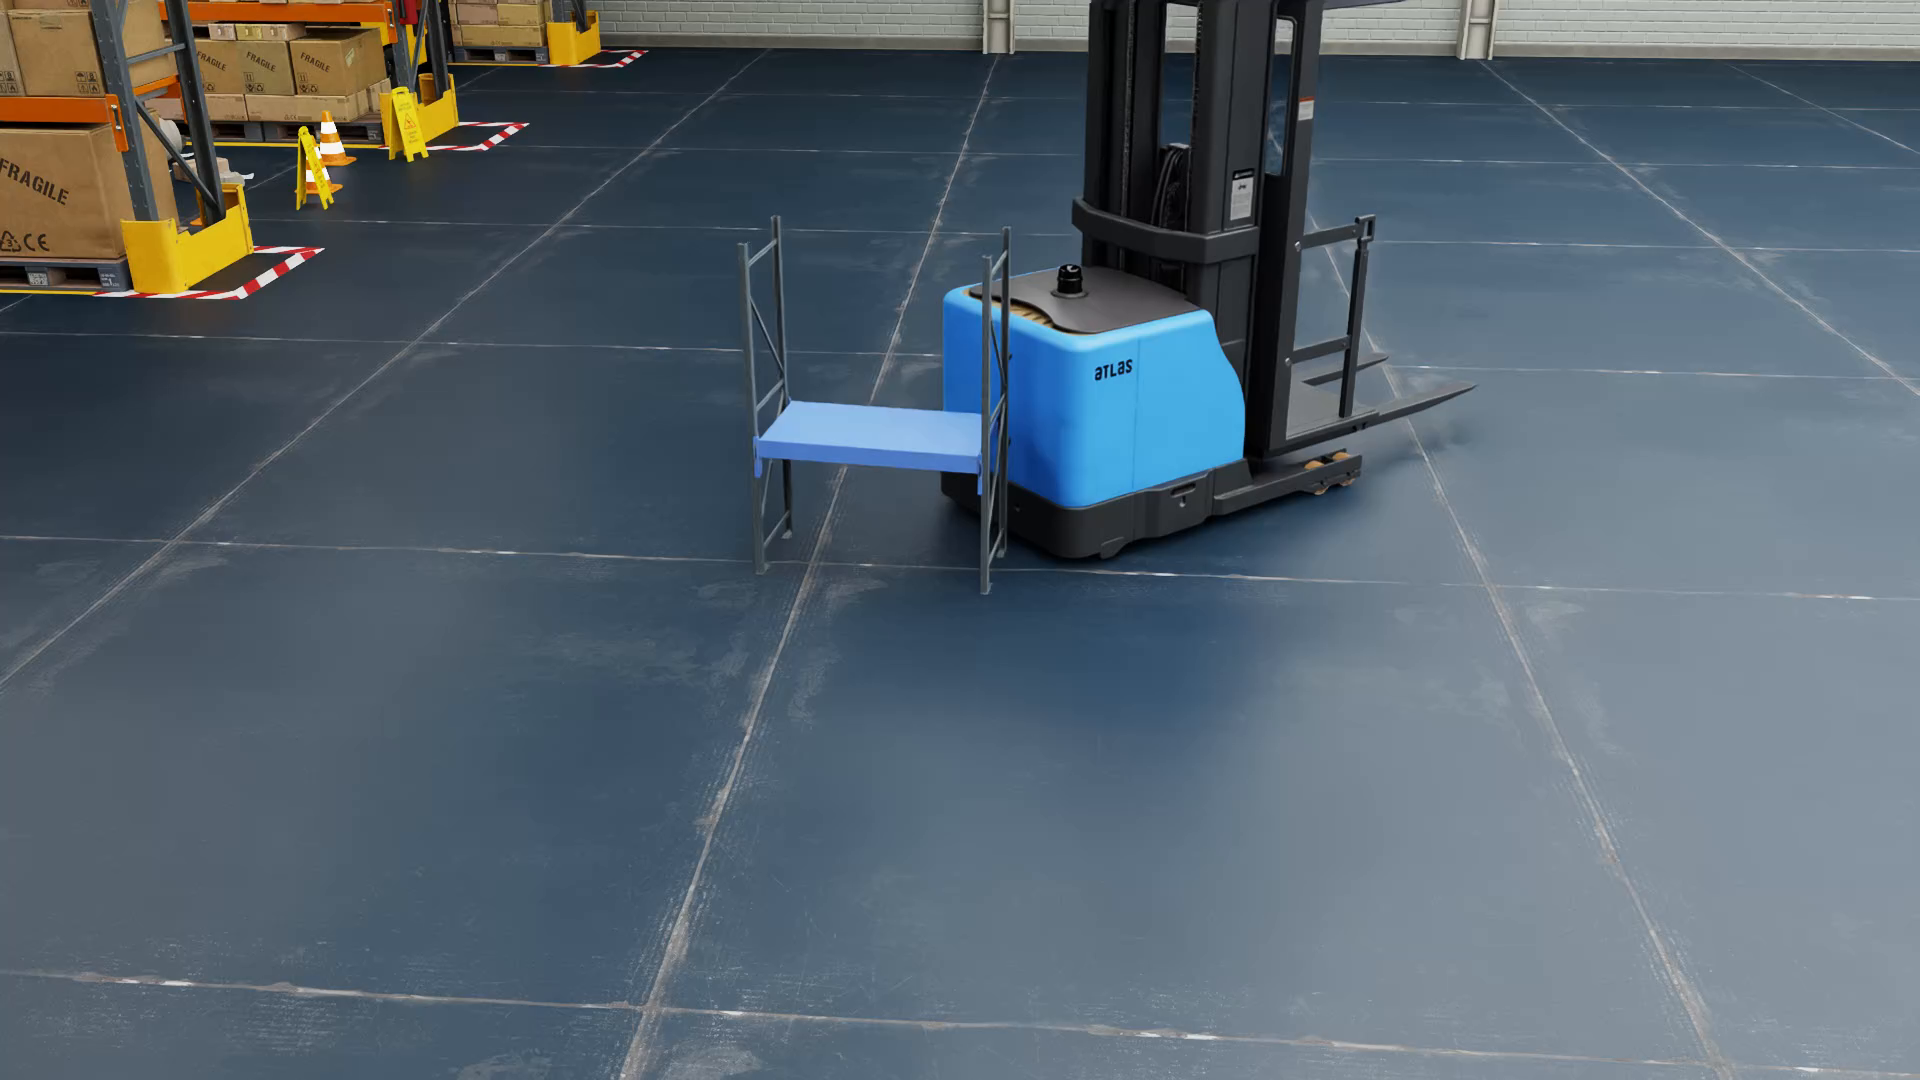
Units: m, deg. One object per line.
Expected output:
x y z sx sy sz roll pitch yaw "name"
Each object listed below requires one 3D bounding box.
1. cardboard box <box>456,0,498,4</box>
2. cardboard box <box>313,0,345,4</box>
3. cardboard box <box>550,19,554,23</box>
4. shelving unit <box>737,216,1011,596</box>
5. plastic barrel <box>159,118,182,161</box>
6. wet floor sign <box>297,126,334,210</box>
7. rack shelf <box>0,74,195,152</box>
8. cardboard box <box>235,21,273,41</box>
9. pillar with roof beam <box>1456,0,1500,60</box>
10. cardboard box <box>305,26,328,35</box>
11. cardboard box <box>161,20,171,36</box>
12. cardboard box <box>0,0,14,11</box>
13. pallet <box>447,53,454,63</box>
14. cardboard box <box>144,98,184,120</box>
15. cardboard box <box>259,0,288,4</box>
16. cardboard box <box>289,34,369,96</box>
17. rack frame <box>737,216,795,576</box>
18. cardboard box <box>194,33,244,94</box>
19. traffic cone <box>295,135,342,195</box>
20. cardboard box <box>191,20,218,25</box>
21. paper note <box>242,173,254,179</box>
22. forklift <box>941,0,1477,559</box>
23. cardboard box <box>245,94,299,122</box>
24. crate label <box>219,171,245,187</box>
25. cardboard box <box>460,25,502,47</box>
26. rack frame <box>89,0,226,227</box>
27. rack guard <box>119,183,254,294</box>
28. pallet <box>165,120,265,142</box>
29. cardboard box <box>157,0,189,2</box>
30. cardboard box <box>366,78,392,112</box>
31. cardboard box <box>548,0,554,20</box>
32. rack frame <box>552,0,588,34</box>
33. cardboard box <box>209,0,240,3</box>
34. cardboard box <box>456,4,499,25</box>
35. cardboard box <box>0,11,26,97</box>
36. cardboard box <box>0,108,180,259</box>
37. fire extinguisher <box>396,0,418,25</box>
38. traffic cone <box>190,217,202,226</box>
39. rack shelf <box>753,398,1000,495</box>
-5.851 -6.730 20.379 0.500 0.250 0.500 2 25 5 "cardboard box"
-5.885 -5.137 15.627 0.250 0.149 0.380 2 25 3 "cardboard box"
-5.333 -6.475 21.020 0.500 0.250 0.500 2 25 4 "cardboard box"
-0.346 -0.583 7.222 1.048 1.500 0.538 5 25 10 "shelving unit"
-7.410 -3.632 15.136 0.421 0.421 0.512 22 33 39 "plastic barrel"
-5.333 -3.055 13.618 0.232 0.644 0.267 -2 25 -5 "wet floor sign"
-7.507 -3.038 11.624 4.000 0.370 1.077 2 25 4 "rack shelf"
-6.675 -4.854 15.824 0.250 0.149 0.380 2 25 5 "cardboard box"
6.151 -8.381 15.198 0.400 9.000 9.100 2 25 4 "pillar with roof beam"
-6.563 -4.806 16.495 0.500 0.500 0.500 1 25 2 "cardboard box"
-7.754 -4.888 15.899 0.250 0.149 0.380 3 25 7 "cardboard box"
-6.436 -3.866 11.093 0.550 0.550 0.875 2 25 4 "cardboard box"
-6.837 -6.216 21.007 1.213 0.211 1.003 2 25 4 "pallet"
-7.593 -4.277 16.243 0.500 0.250 0.500 2 25 3 "cardboard box"
-6.398 -5.150 15.655 0.250 0.149 0.380 2 25 5 "cardboard box"
-6.054 -4.566 15.975 0.500 0.500 0.500 2 25 4 "cardboard box"
-0.845 -0.624 7.312 0.032 1.500 0.500 5 25 10 "rack frame"
-7.077 -4.600 16.049 0.500 0.500 0.500 1 25 3 "cardboard box"
-5.508 -3.217 14.188 0.334 0.463 0.336 2 25 4 "traffic cone"
-9.368 -6.688 21.034 0.625 0.625 0.875 3 25 6 "cardboard box"
-6.330 -3.219 14.708 0.142 0.019 0.148 -7 26 -14 "paper note"
1.397 -1.716 7.973 3.031 2.935 1.130 -17 30 -32 "forklift"
-6.577 -4.242 16.168 0.500 0.250 0.500 2 25 4 "cardboard box"
-6.297 -3.068 14.254 0.298 0.136 0.250 -11 27 -23 "crate label"
-5.846 -6.281 20.598 0.500 0.250 0.500 2 25 4 "cardboard box"
-5.513 -3.300 11.334 0.127 3.000 1.000 2 25 4 "rack frame"
-5.489 -2.164 11.855 0.348 0.500 1.175 2 25 4 "rack guard"
-7.331 -4.183 16.589 1.213 0.211 1.003 2 25 4 "pallet"
-7.406 -5.196 15.754 0.250 0.149 0.380 2 25 4 "cardboard box"
-6.018 -4.450 16.619 0.500 0.250 0.500 2 25 4 "cardboard box"
-5.312 -6.706 20.925 0.500 0.250 0.500 2 25 5 "cardboard box"
-4.859 -7.436 20.321 0.127 3.000 1.000 2 25 4 "rack frame"
-6.905 -5.187 15.735 0.250 0.149 0.380 2 25 3 "cardboard box"
-5.867 -6.510 20.499 0.500 0.250 0.500 2 25 3 "cardboard box"
-6.437 -3.370 11.306 0.550 0.550 0.875 2 25 4 "cardboard box"
-6.194 -2.520 11.678 0.875 0.875 0.875 2 25 4 "cardboard box"
-5.156 -5.136 15.416 0.183 0.674 0.296 2 25 4 "fire extinguisher"
-5.934 -2.757 13.188 0.334 0.463 0.336 2 25 4 "traffic cone"
-0.346 -0.419 7.297 1.000 0.185 0.538 5 25 10 "rack shelf"
